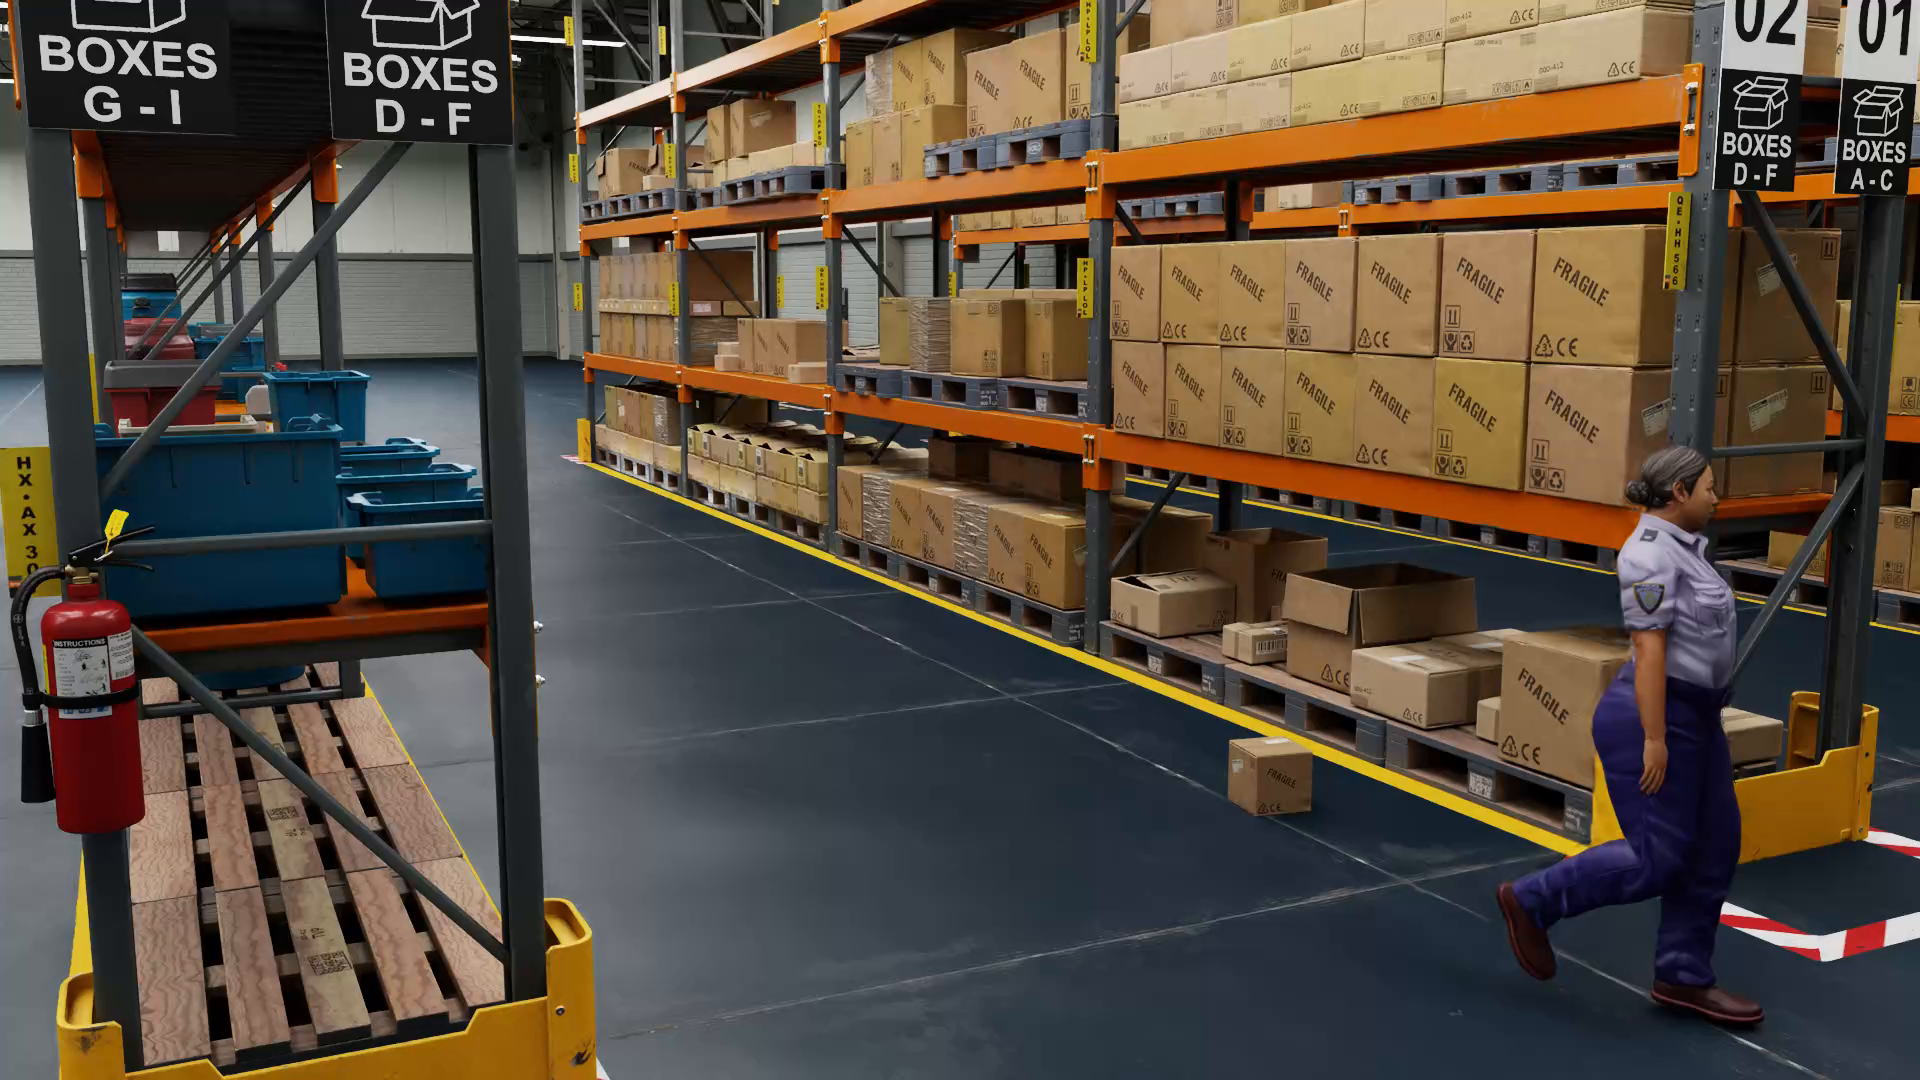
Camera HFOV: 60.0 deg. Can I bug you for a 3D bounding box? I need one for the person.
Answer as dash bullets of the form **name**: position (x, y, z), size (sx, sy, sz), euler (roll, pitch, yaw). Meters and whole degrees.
- **person**: position (1.990, 0.543, 4.802), size (0.719, 1.607, 0.522), euler (7, 11, 37)
